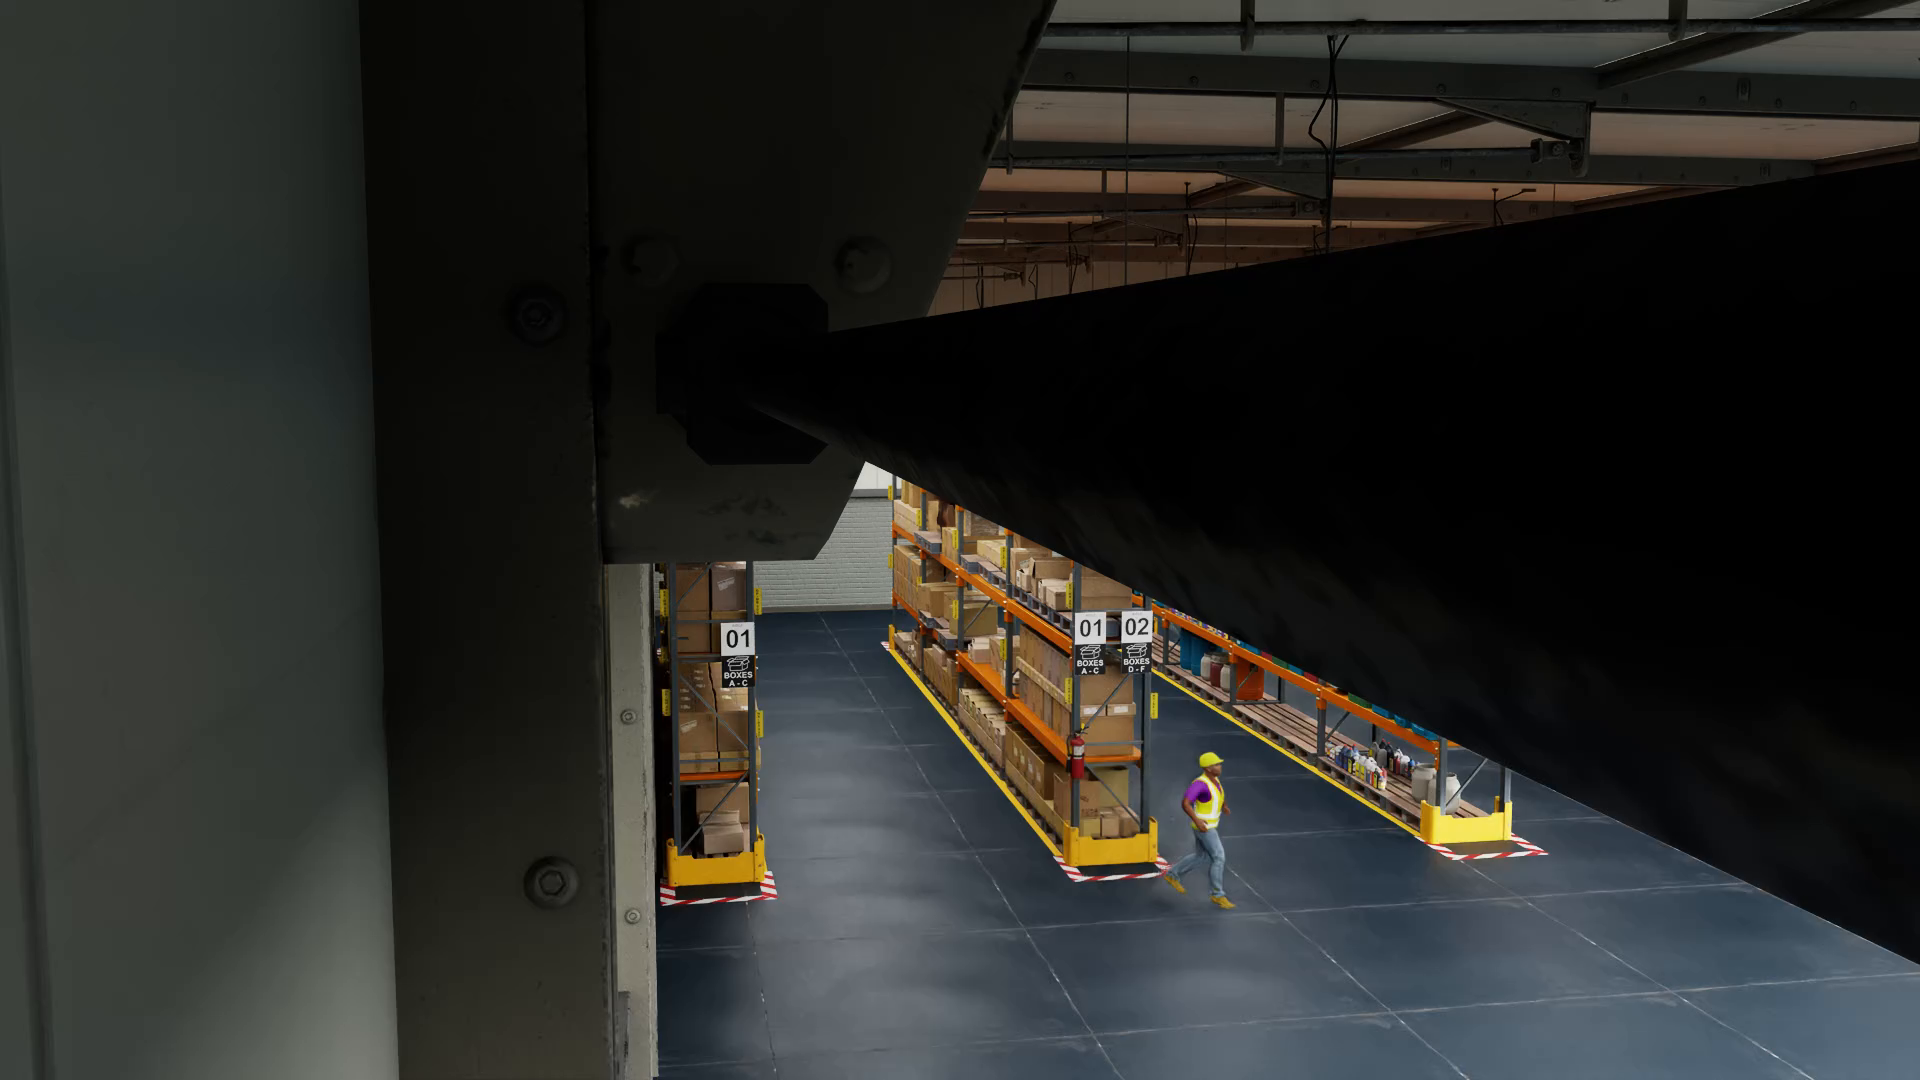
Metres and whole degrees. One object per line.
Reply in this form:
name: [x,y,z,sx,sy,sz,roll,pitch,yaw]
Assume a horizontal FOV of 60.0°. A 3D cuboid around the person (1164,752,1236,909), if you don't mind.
person: [2.822,3.356,19.438,0.865,1.800,0.708,2,6,16]
